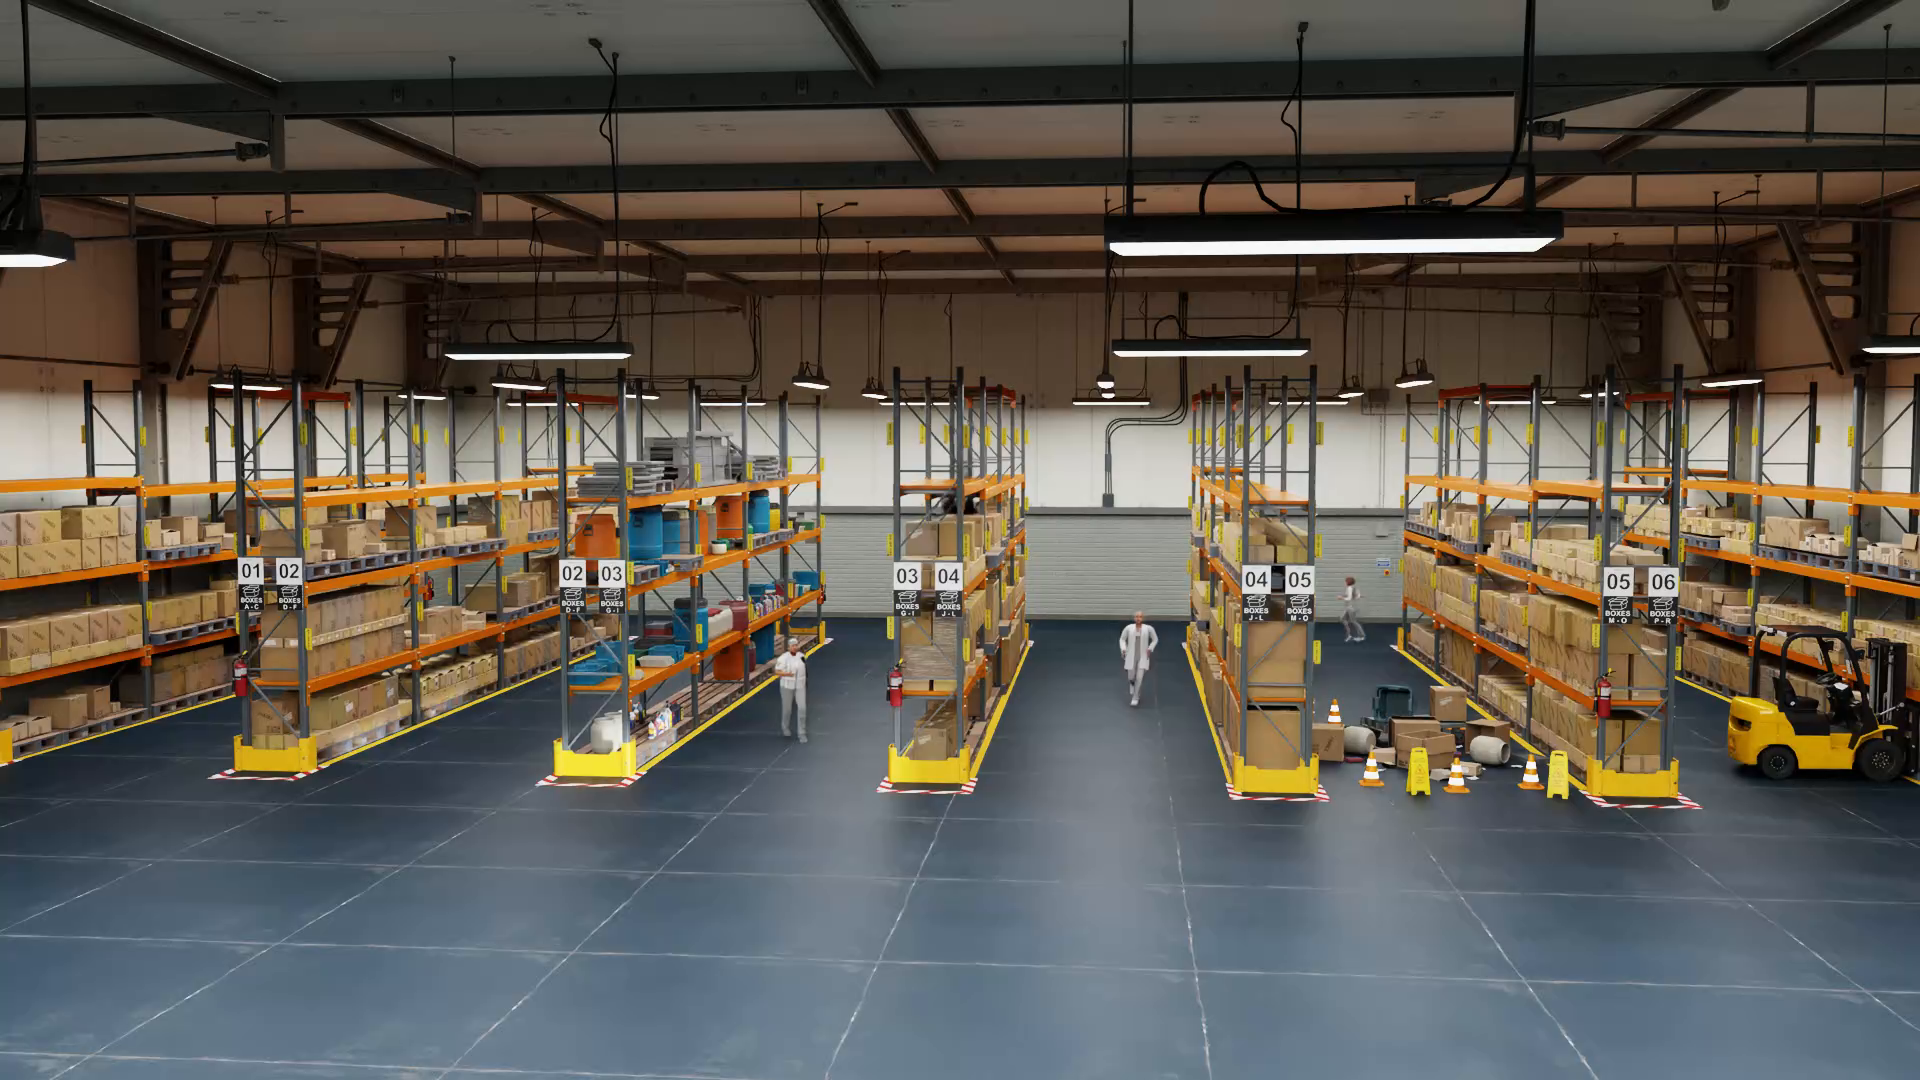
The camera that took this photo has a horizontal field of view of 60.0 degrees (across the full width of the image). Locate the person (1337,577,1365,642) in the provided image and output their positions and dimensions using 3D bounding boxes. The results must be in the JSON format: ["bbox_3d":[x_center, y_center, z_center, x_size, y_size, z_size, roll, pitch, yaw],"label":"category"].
[{"bbox_3d":[9.494,1.708,40.401,0.688,1.638,0.507,1,4,13],"label":"person"}]

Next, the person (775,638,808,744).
[{"bbox_3d":[-2.771,2.461,27.397,0.596,1.705,0.854,-1,4,-19],"label":"person"}]

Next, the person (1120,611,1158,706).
[{"bbox_3d":[3.353,2.248,31.235,0.726,1.660,0.771,1,4,12],"label":"person"}]
